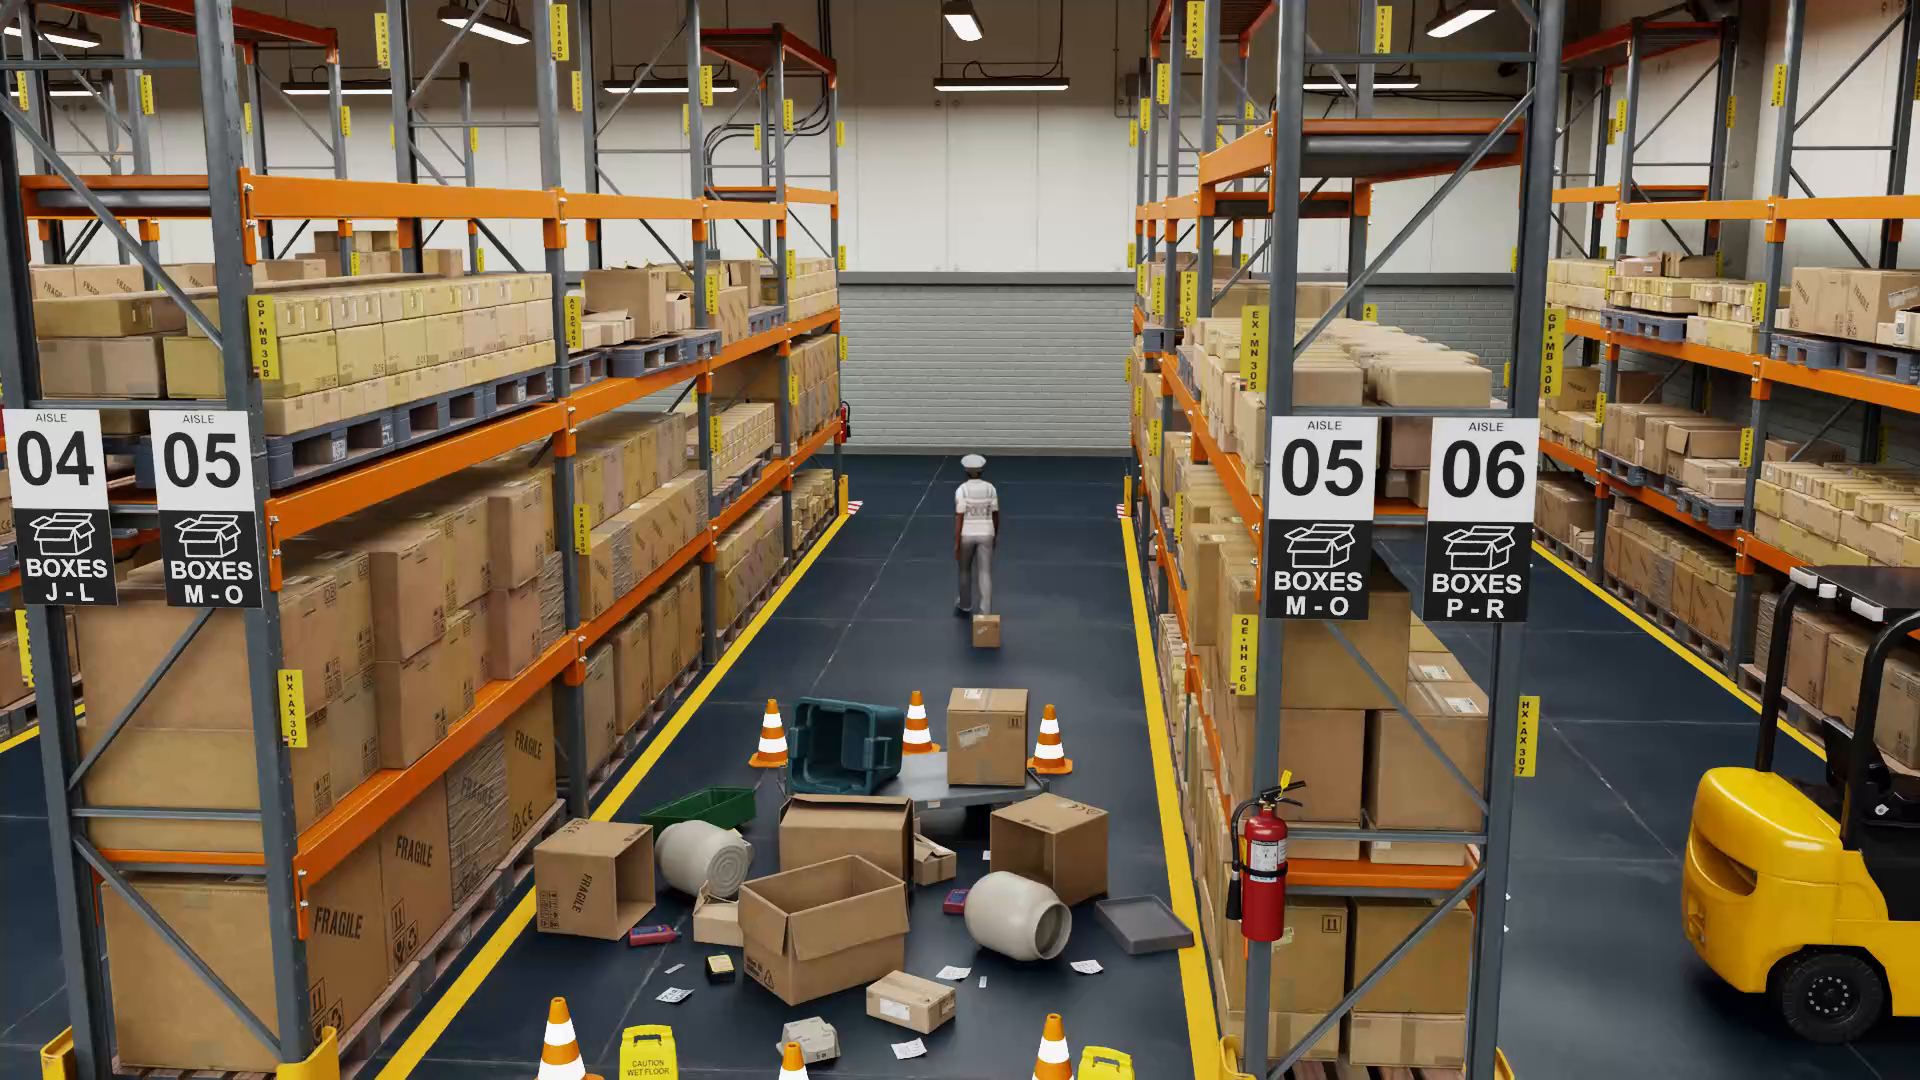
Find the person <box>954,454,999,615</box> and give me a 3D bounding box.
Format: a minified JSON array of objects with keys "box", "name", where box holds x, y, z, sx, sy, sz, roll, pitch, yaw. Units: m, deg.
[{"box":[0.167,-0.029,16.554,0.472,1.627,1.029,-1,11,-7],"name":"person"}]
